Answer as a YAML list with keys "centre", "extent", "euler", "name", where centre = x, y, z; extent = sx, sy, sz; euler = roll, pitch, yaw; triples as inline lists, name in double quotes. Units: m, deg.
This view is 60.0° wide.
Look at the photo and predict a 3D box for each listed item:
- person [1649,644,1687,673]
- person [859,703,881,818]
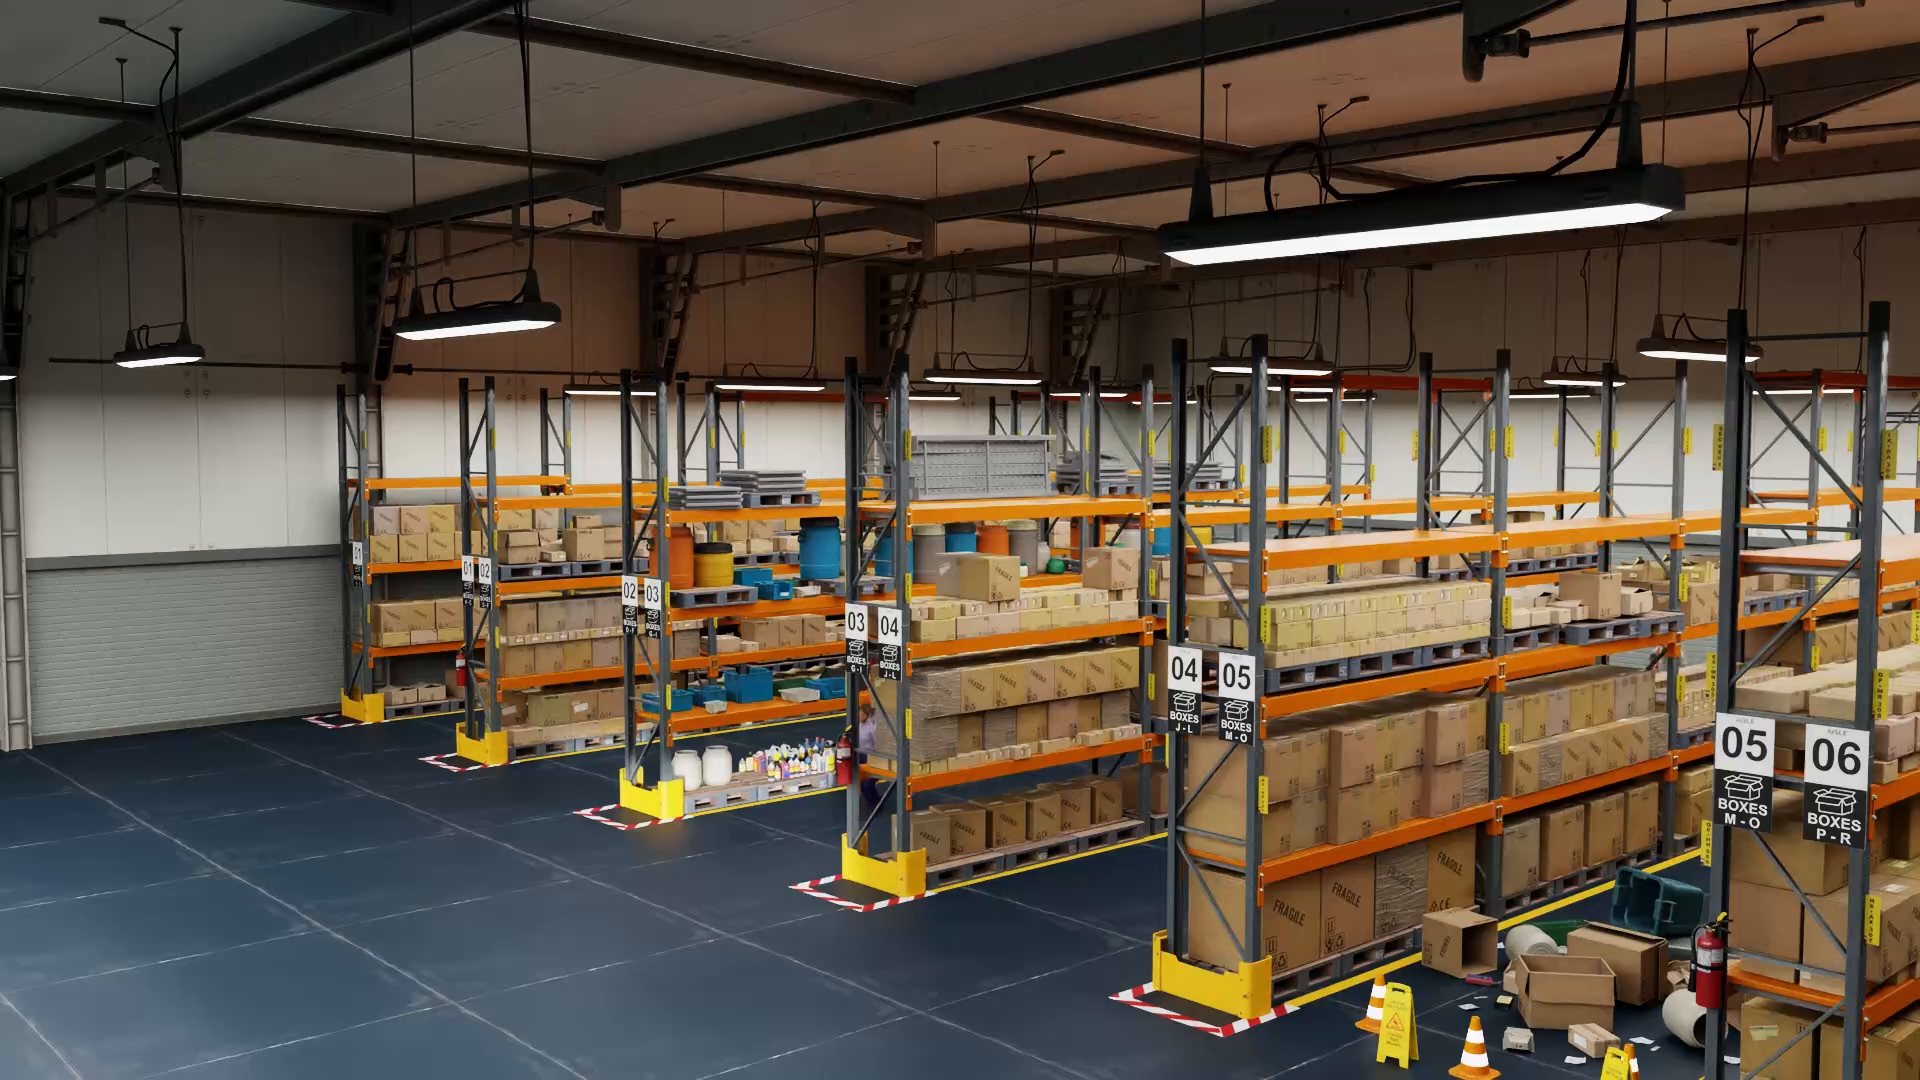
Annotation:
- centre: [12.122, 2.442, 28.496]
  extent: [0.651, 1.715, 0.706]
  euler: [2, 4, 30]
  name: "person"
- centre: [-1.195, 2.932, 22.189]
  extent: [0.592, 1.544, 0.737]
  euler: [-3, 5, -42]
  name: "person"
